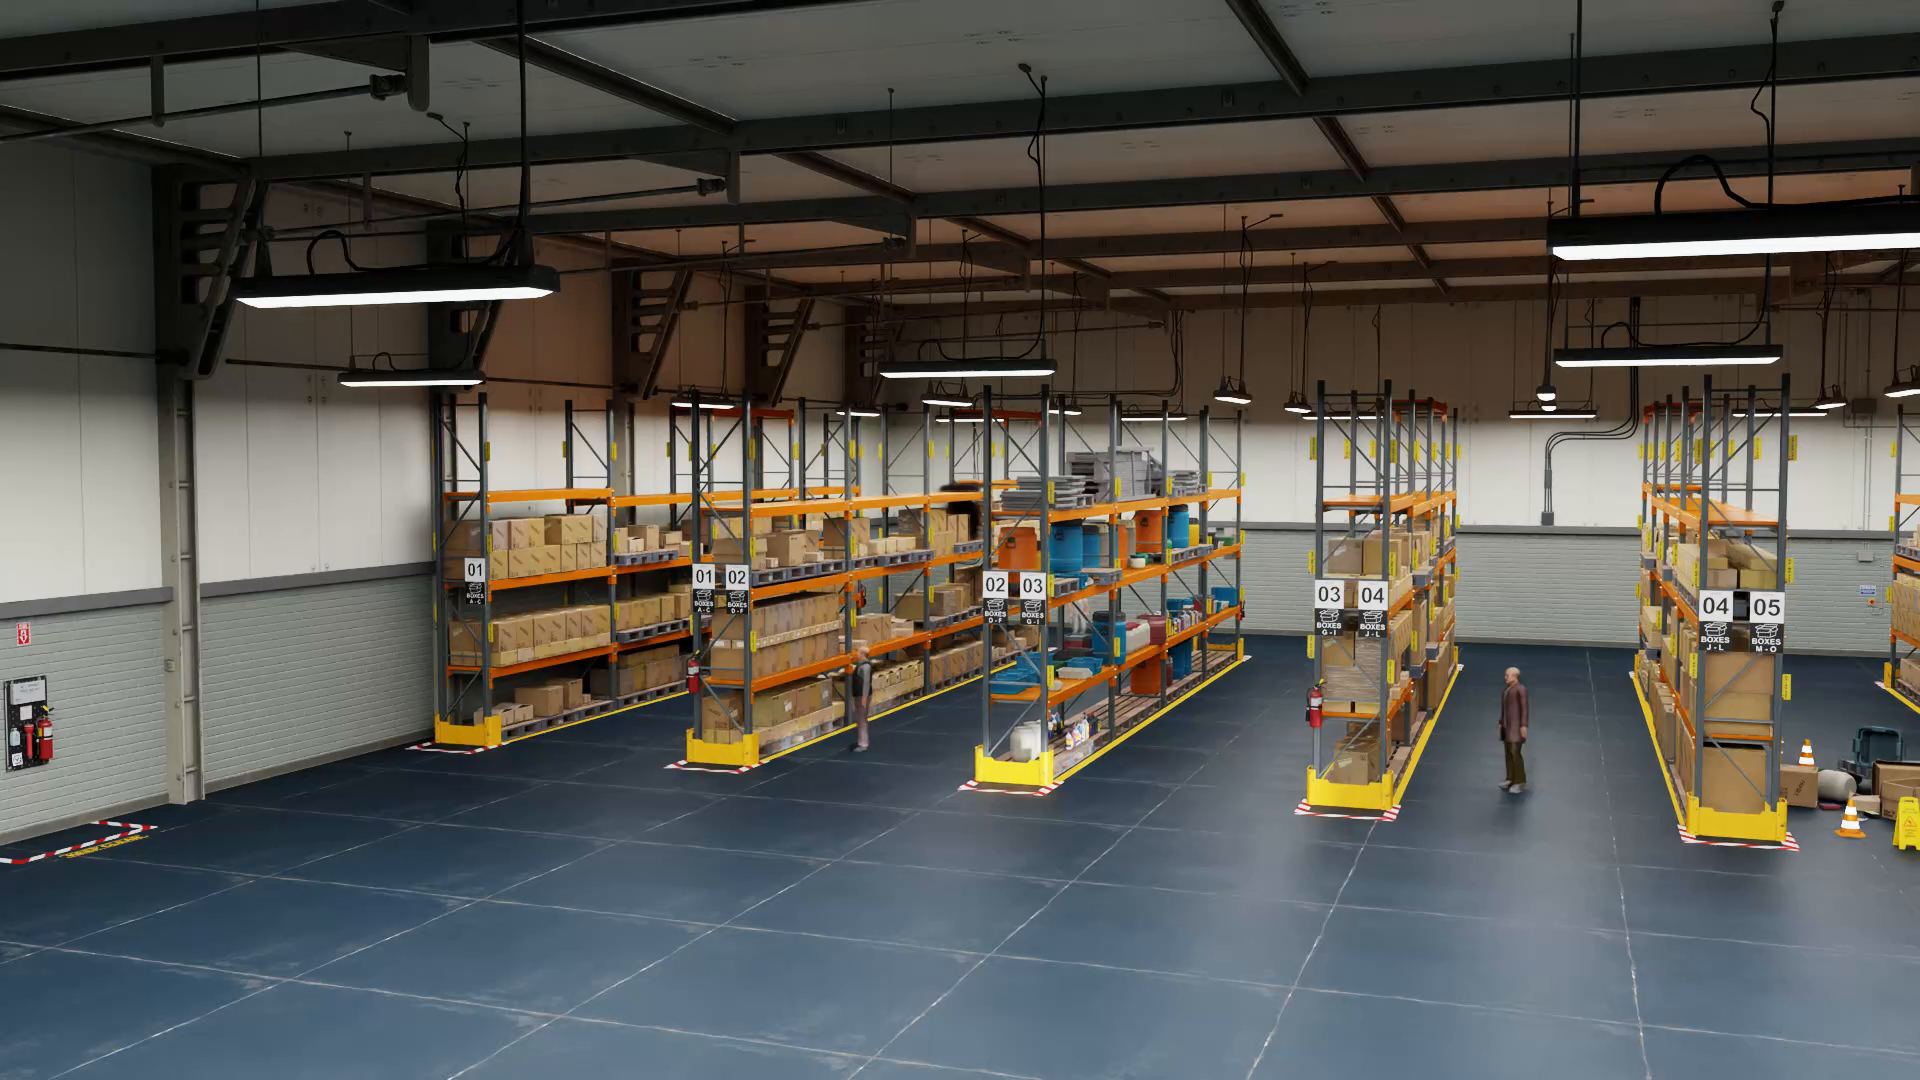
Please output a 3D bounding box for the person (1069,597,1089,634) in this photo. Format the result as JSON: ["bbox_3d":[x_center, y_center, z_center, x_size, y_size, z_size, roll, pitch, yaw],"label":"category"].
[{"bbox_3d":[3.036,1.919,42.620,0.524,1.671,0.475,0,3,-6],"label":"person"}]

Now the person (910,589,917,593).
[{"bbox_3d":[-1.012,2.009,39.710,0.505,1.683,0.470,2,4,31],"label":"person"}]

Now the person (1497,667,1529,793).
[{"bbox_3d":[8.181,2.809,24.691,0.401,1.828,0.657,0,3,-7],"label":"person"}]

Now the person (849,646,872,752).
[{"bbox_3d":[-1.676,2.659,27.909,0.400,1.733,0.567,0,3,-6],"label":"person"}]
